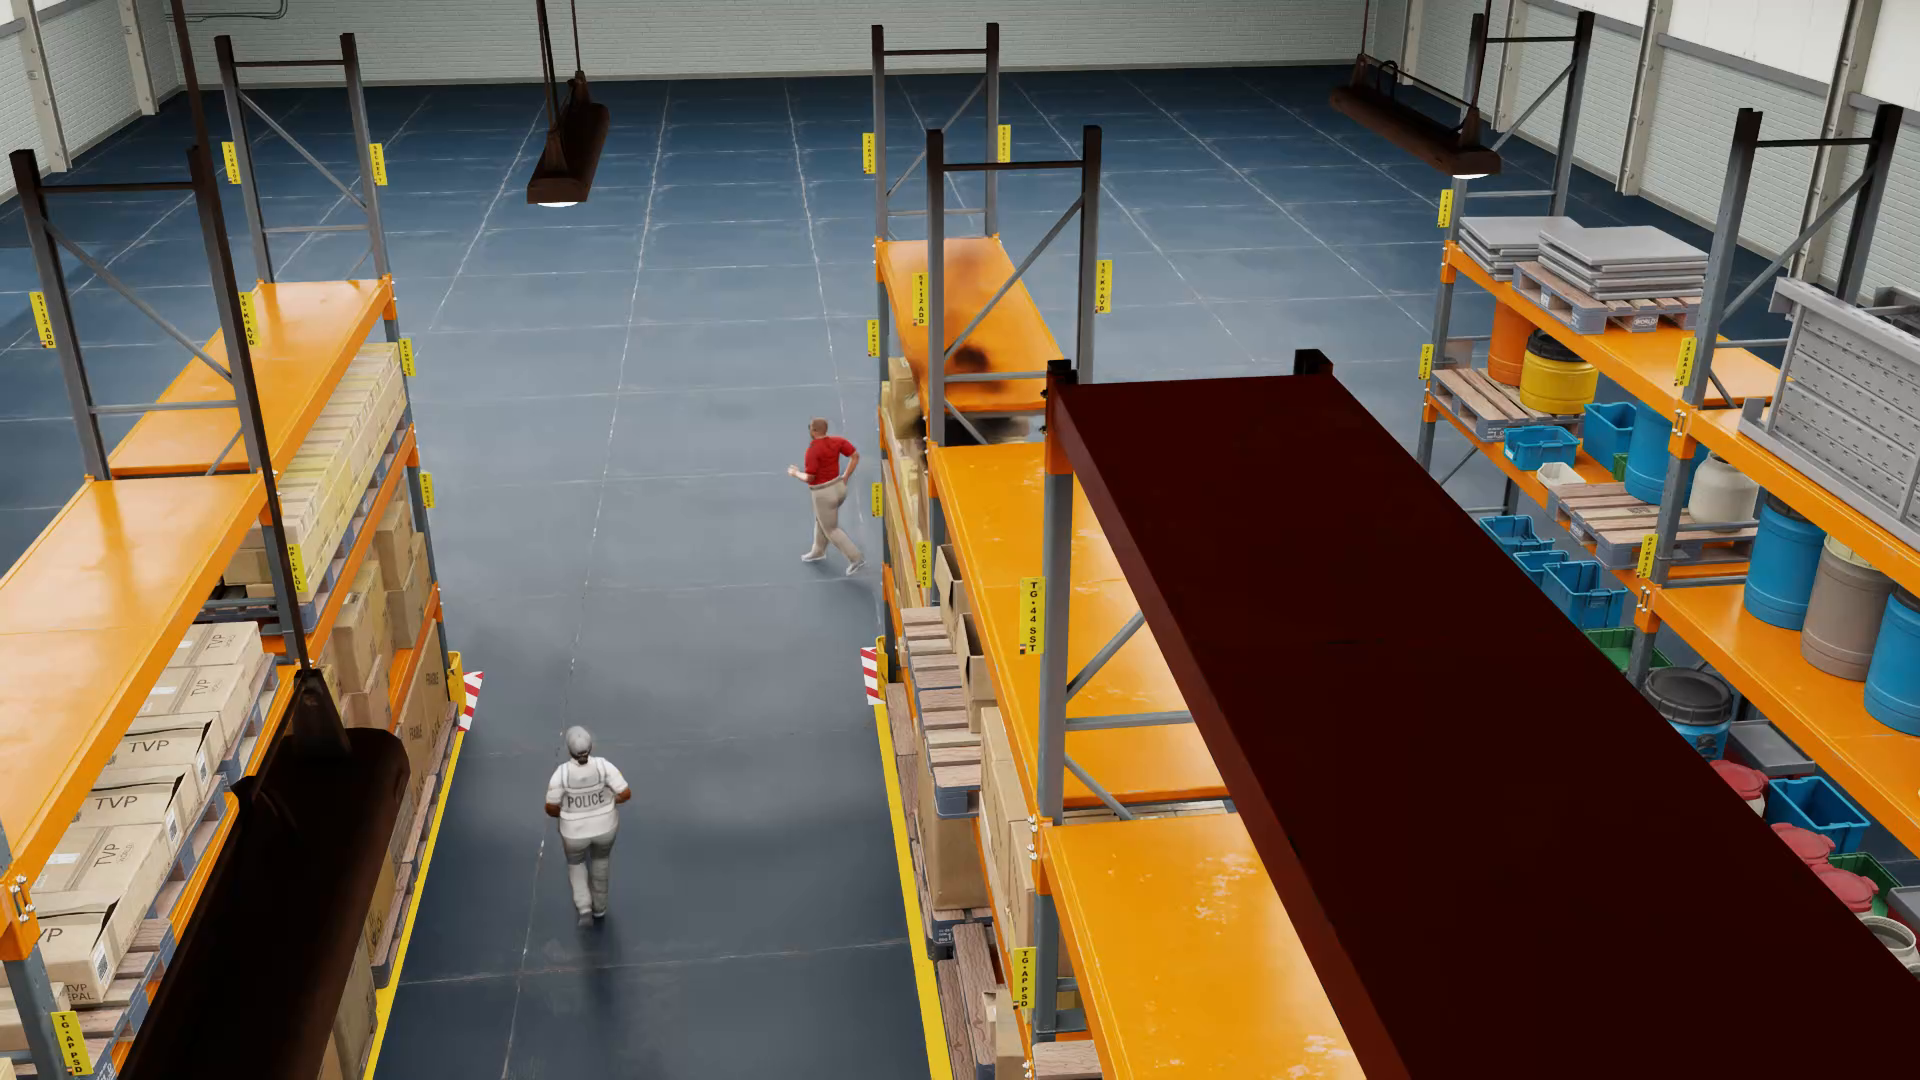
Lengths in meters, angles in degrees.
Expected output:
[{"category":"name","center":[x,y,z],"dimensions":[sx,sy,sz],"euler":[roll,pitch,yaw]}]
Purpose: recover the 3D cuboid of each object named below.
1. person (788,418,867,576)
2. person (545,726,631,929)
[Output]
[{"category":"person","center":[-1.364,-0.442,17.452],"dimensions":[0.949,1.746,0.618],"euler":[15,29,29]},{"category":"person","center":[-2.693,2.117,12.168],"dimensions":[0.601,1.638,0.598],"euler":[-8,27,-17]}]
